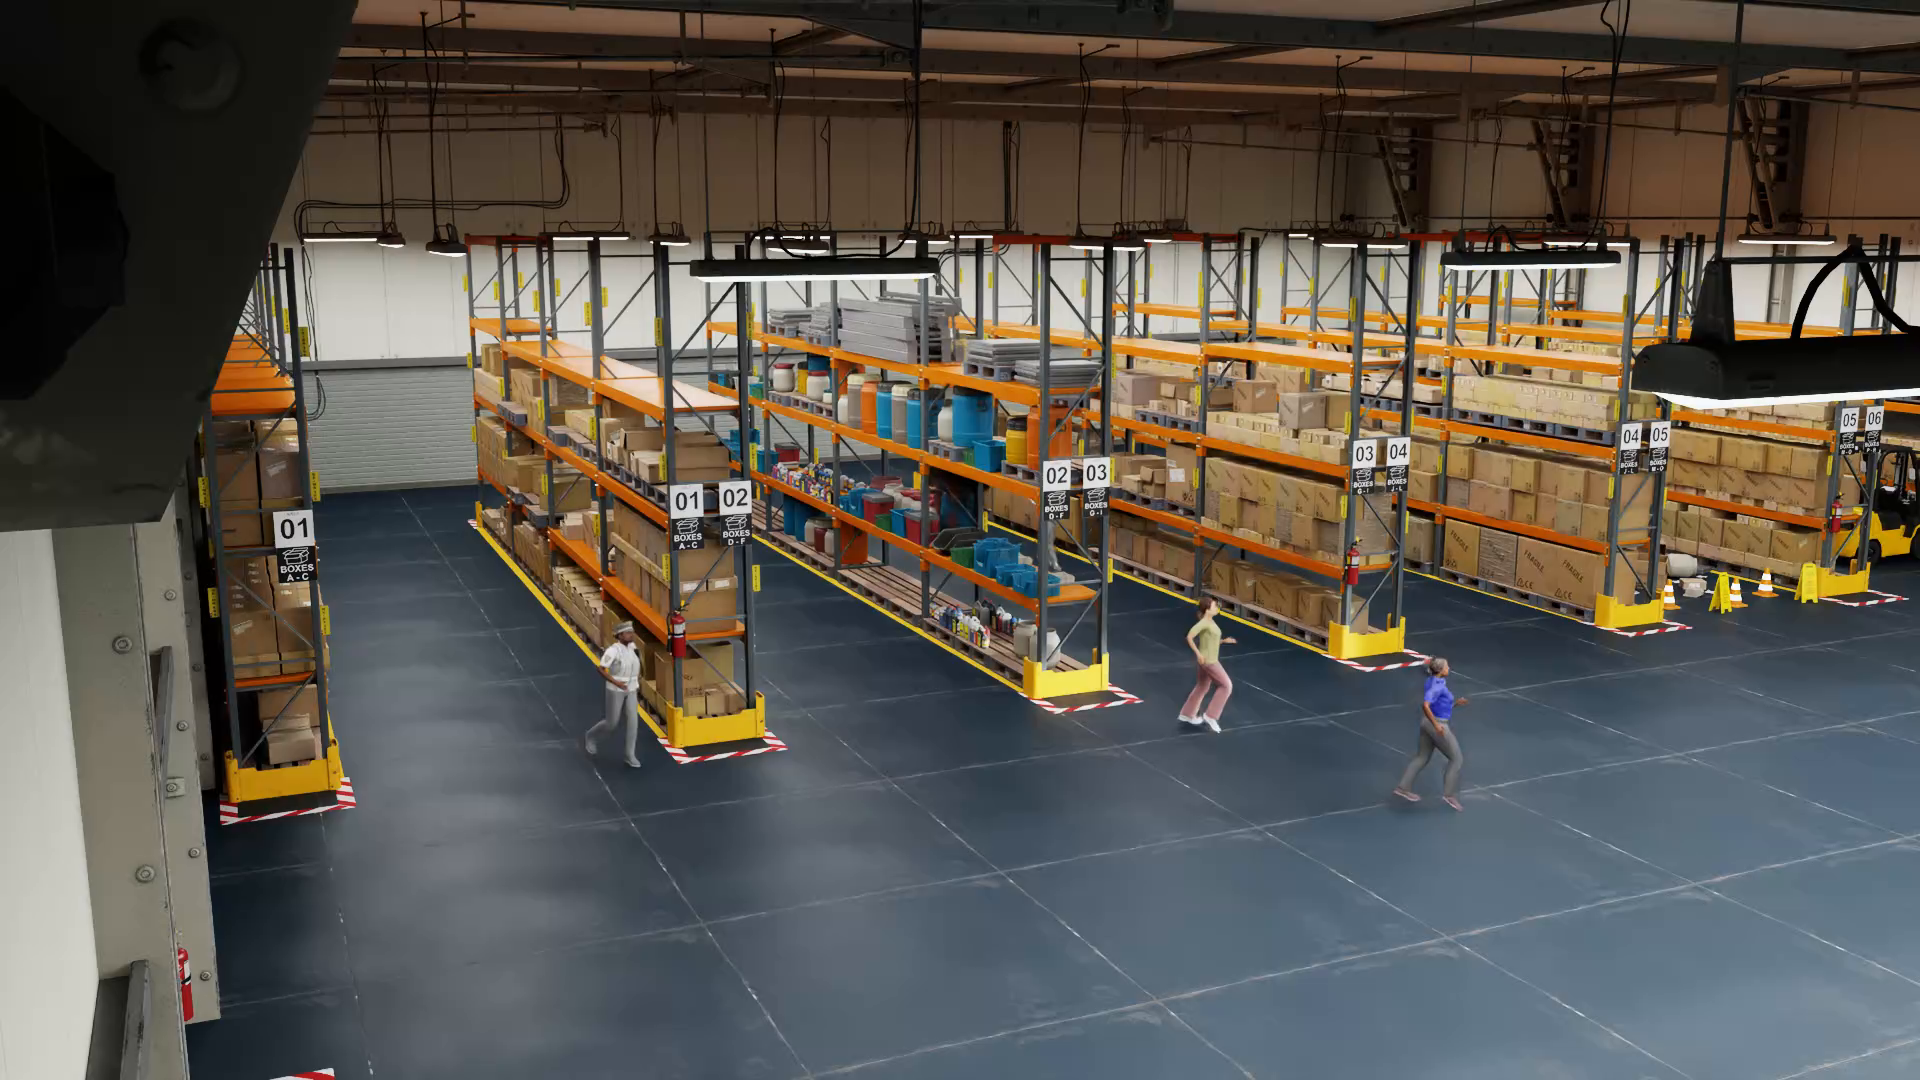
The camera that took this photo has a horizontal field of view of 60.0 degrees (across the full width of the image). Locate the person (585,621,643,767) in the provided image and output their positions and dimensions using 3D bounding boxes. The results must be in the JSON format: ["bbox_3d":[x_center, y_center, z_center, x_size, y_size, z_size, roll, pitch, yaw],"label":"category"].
[{"bbox_3d":[-3.971,1.772,19.619,0.891,1.654,0.652,9,14,38],"label":"person"}]

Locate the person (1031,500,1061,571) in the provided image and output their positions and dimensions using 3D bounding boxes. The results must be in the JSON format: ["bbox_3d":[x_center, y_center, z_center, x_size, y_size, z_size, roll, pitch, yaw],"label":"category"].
[{"bbox_3d":[1.579,-0.334,29.106,0.514,1.655,0.712,-9,14,-38],"label":"person"}]

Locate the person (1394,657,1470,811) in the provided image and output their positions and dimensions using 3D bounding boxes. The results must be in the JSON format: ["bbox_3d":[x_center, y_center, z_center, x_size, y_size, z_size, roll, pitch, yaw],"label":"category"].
[{"bbox_3d":[5.135,2.098,17.979,0.755,1.719,0.546,-1,11,-8],"label":"person"}]

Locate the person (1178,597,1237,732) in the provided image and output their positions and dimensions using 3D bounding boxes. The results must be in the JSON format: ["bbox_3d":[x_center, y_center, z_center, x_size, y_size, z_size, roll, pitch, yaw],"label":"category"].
[{"bbox_3d":[3.095,1.548,20.769,0.698,1.698,0.548,2,11,8],"label":"person"}]
